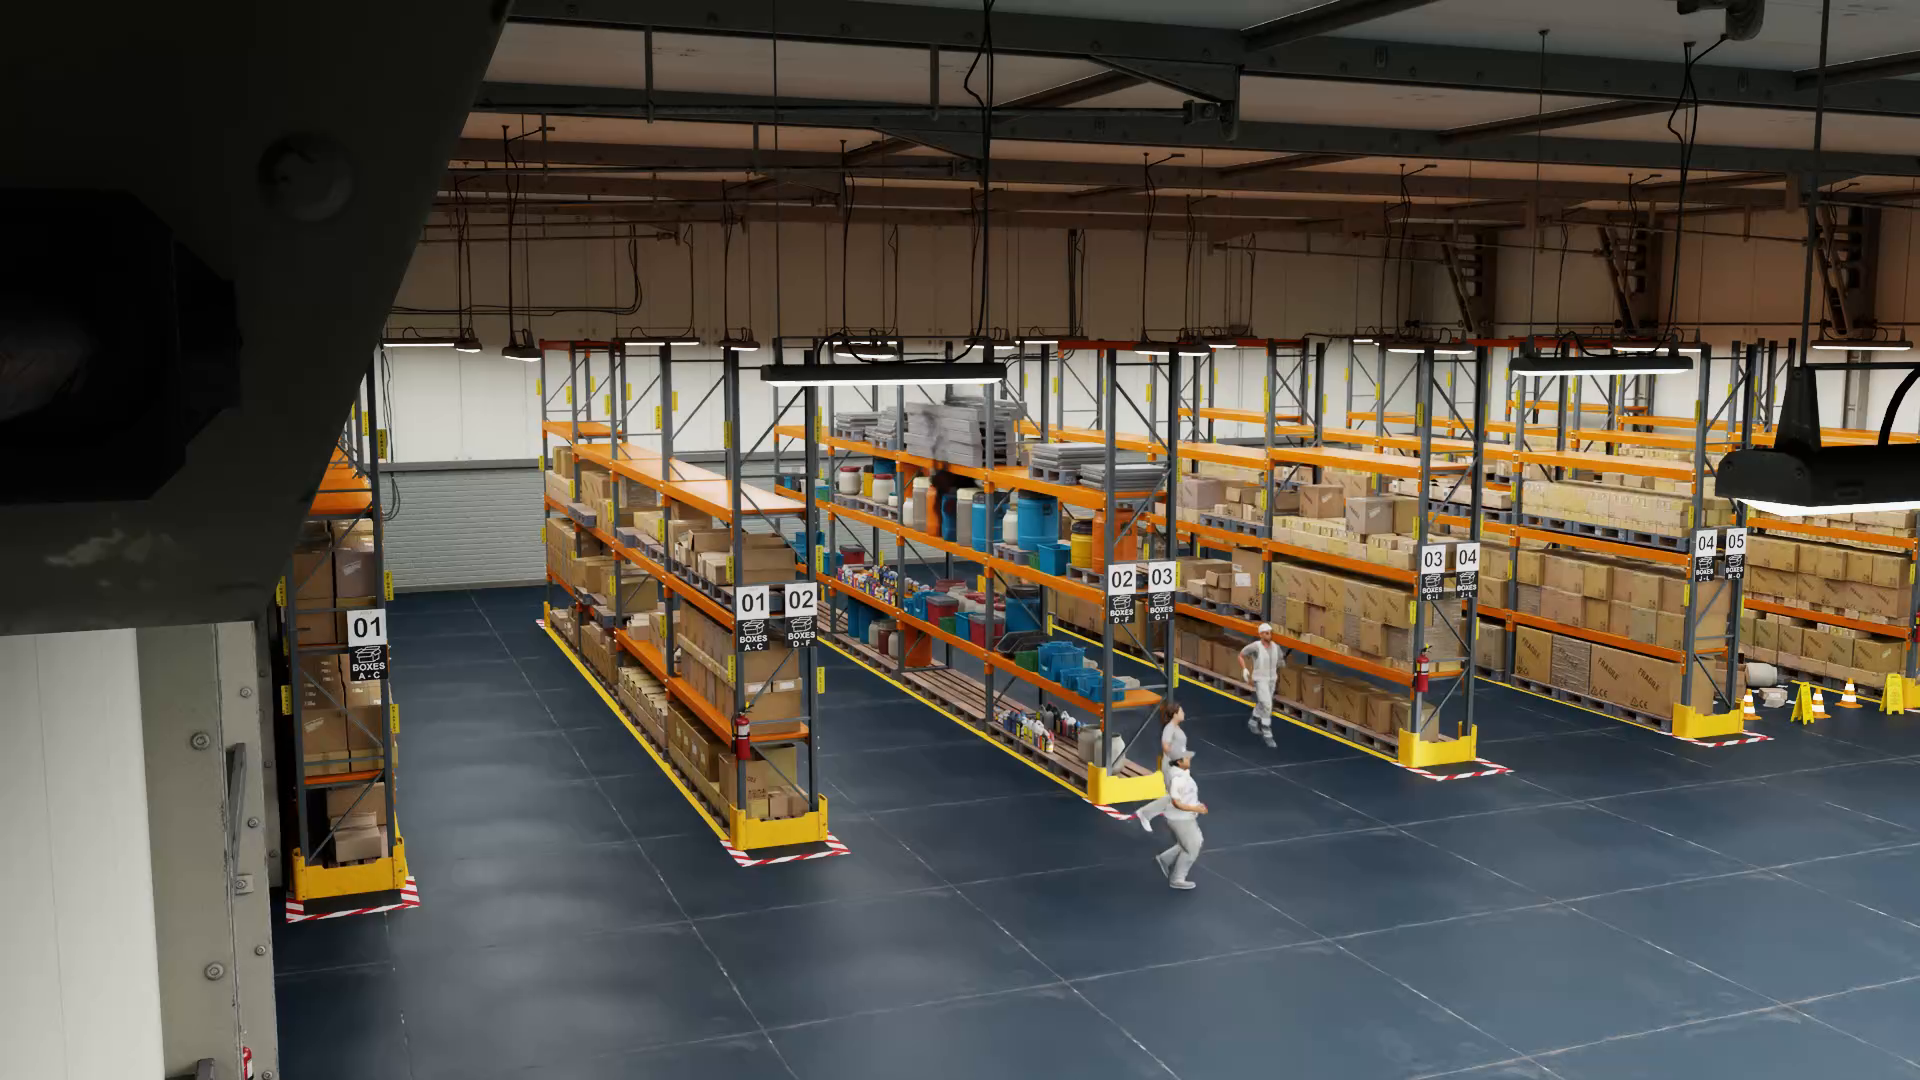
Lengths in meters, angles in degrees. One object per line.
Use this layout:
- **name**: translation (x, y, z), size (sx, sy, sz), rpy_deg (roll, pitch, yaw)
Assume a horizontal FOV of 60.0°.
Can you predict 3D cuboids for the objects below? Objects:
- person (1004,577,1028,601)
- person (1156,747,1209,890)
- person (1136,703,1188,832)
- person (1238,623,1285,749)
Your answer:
- **person**: translation (1.208, 1.444, 31.534), size (0.603, 1.603, 0.542), rpy_deg (-5, 9, -35)
- **person**: translation (2.494, 3.111, 18.665), size (0.568, 1.618, 0.602), rpy_deg (1, 7, 6)
- **person**: translation (2.623, 2.831, 20.725), size (0.766, 1.627, 0.638), rpy_deg (2, 8, 15)
- **person**: translation (4.591, 2.167, 25.156), size (0.652, 1.838, 0.836), rpy_deg (-4, 9, -30)
